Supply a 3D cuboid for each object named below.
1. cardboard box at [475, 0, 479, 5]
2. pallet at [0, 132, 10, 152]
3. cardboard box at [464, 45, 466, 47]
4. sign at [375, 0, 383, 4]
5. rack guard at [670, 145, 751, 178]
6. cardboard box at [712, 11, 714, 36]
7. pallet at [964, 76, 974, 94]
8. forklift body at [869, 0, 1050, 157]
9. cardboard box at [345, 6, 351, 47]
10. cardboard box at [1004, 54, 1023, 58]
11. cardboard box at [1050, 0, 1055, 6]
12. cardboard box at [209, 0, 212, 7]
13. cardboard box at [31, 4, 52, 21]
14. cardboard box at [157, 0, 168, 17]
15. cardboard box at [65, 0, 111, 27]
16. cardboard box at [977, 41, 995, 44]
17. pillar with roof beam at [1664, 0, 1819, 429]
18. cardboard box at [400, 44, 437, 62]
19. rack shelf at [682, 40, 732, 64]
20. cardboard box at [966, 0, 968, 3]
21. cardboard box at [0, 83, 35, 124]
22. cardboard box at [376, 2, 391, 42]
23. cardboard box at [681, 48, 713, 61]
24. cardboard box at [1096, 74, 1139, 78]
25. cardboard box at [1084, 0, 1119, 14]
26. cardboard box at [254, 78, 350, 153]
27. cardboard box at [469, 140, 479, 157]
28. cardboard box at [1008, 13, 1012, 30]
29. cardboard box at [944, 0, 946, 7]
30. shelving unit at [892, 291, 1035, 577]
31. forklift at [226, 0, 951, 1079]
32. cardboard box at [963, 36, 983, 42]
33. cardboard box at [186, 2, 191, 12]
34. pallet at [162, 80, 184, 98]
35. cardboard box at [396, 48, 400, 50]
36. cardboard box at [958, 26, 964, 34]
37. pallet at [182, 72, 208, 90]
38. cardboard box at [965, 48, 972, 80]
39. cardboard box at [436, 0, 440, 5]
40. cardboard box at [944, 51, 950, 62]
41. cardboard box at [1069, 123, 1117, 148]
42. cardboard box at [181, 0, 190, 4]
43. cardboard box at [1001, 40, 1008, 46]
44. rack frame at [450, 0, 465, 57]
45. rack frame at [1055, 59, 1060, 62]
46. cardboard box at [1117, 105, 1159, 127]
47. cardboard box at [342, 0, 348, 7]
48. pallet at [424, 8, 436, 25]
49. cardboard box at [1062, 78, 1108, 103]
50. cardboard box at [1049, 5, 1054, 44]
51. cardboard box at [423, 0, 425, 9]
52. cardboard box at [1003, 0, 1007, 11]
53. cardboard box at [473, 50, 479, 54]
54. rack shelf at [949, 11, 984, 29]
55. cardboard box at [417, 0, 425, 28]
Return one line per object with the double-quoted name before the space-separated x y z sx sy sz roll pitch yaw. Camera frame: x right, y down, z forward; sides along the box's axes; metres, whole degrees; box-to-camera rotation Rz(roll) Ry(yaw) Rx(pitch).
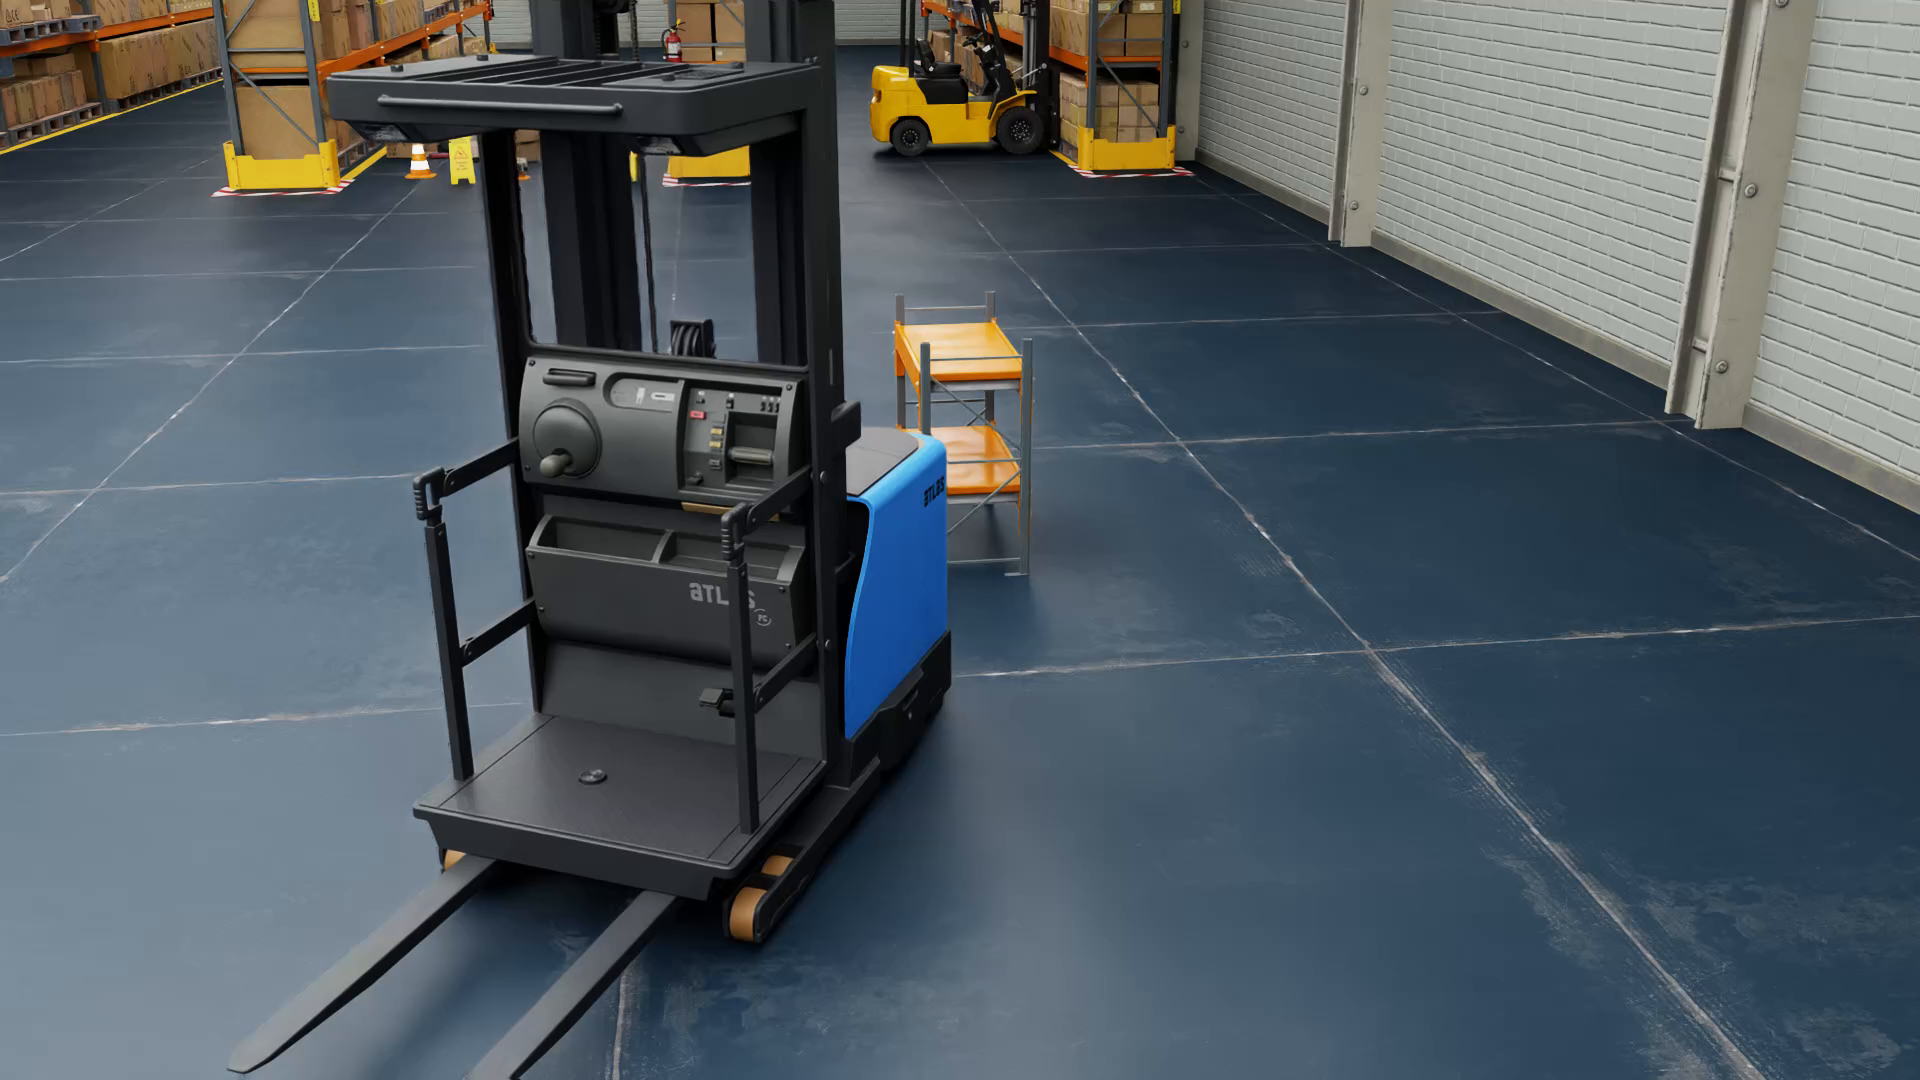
"cardboard box" -9.618 -10.542 32.513 0.380 0.149 0.250 -2 21 -6
"pallet" -13.116 -5.112 21.603 1.003 0.211 1.213 -3 21 -8
"cardboard box" -9.449 -9.177 31.123 0.380 0.149 0.250 -3 21 -9
"sign" -7.776 -7.336 22.220 0.100 0.325 0.005 -3 21 -8
"rack guard" -2.875 -4.620 19.871 1.175 0.500 0.348 -3 21 -8
"cardboard box" -2.971 -6.837 21.666 0.500 0.500 0.500 -2 21 -6
"pallet" 0.651 -8.161 29.766 1.003 0.211 1.213 -3 21 -8
"forklift body" -0.032 -6.183 21.697 2.313 2.155 1.214 -3 21 -8
"cardboard box" -8.197 -6.426 20.919 0.875 0.550 0.550 -3 21 -8
"cardboard box" 1.072 -7.428 26.610 0.875 0.625 0.625 -2 21 -6
"cardboard box" 1.412 -7.183 22.092 0.380 0.149 0.250 -4 21 -9
"cardboard box" -14.451 -10.226 31.668 0.380 0.149 0.250 -3 21 -9
"cardboard box" -13.316 -7.604 23.881 0.396 0.266 0.258 -4 21 -9
"cardboard box" -14.063 -9.318 28.734 0.500 0.500 0.500 -3 21 -8
"cardboard box" -13.625 -8.263 25.910 0.500 0.500 0.500 -2 21 -6
"cardboard box" 0.478 -8.640 29.107 0.380 0.149 0.250 -3 21 -9
"pillar with roof beam" 0.308 -4.741 8.049 9.100 9.000 0.400 -3 21 -8
"cardboard box" -8.761 -7.878 26.921 0.500 0.250 0.500 -4 21 -10
"rack shelf" -3.153 -6.120 21.343 1.077 0.370 4.000 -3 21 -8
"cardboard box" 0.475 -9.587 28.849 0.797 0.503 0.637 -3 21 -9
"cardboard box" -13.365 -6.064 23.110 0.700 0.500 0.500 -3 21 -8
"cardboard box" -8.134 -7.107 22.815 0.500 0.500 0.500 -3 21 -7
"cardboard box" -3.130 -5.765 19.724 0.380 0.149 0.250 -2 21 -6
"cardboard box" 2.028 -5.916 21.668 0.500 0.250 0.500 -3 21 -8
"cardboard box" 1.720 -6.473 20.189 0.380 0.149 0.250 -3 21 -7
"cardboard box" -8.040 -5.217 20.334 0.875 0.875 0.875 -3 21 -9
"cardboard box" -6.254 -5.082 21.442 0.396 0.266 0.258 1 20 2
"cardboard box" 1.020 -7.839 25.132 0.500 0.250 0.500 -3 21 -7
"cardboard box" -0.099 -10.329 31.942 0.380 0.149 0.250 -2 21 -6
"shelving unit" -0.001 -0.529 8.026 0.538 1.125 1.048 -3 21 -8
"forklift" -0.999 -0.326 4.899 1.130 2.935 3.031 7 22 18
"cardboard box" 0.270 -9.183 30.560 0.380 0.149 0.250 -4 21 -11
"cardboard box" -14.230 -9.694 30.243 0.380 0.149 0.250 -3 21 -9
"pallet" -14.215 -7.850 28.931 1.003 0.211 1.213 -3 21 -8
"cardboard box" -9.259 -7.850 26.848 0.500 0.250 0.500 -3 21 -9
"cardboard box" 0.166 -9.505 30.999 0.380 0.149 0.250 -3 21 -9
"pallet" -14.433 -8.380 30.352 1.003 0.211 1.213 -3 21 -8
"cardboard box" 0.387 -8.481 29.609 0.500 0.500 0.500 -4 21 -10
"cardboard box" -9.034 -9.135 28.147 0.380 0.149 0.250 -2 21 -5
"cardboard box" -0.105 -9.388 32.373 0.396 0.266 0.258 -2 21 -6
"cardboard box" 1.667 -5.071 20.837 0.500 0.250 0.500 -3 21 -7
"cardboard box" -14.276 -9.837 30.055 0.500 0.250 0.500 -3 21 -8
"cardboard box" 0.888 -8.757 29.420 0.380 0.149 0.250 -3 21 -7
"rack frame" -9.478 -9.635 29.725 1.000 3.000 0.127 -3 21 -8
"rack frame" 1.470 -7.401 23.745 1.000 3.000 0.127 -3 21 -8
"cardboard box" 2.185 -5.332 20.821 0.500 0.250 0.500 -3 21 -7
"cardboard box" -8.169 -6.933 20.734 0.875 0.550 0.550 -3 21 -8
"pallet" -9.109 -8.401 26.696 1.213 0.211 1.003 -3 21 -8
"cardboard box" 1.593 -5.713 21.126 0.500 0.250 0.500 -3 21 -7
"cardboard box" 1.442 -6.926 22.331 0.500 0.500 0.500 -3 21 -8
"cardboard box" -8.805 -8.587 26.678 0.380 0.149 0.250 -2 21 -5
"cardboard box" 0.943 -8.253 25.525 0.500 0.250 0.500 -3 21 -7
"cardboard box" -9.446 -9.310 31.904 0.380 0.149 0.250 -3 21 -7
"rack shelf" 0.605 -9.141 29.432 1.077 0.370 4.000 -3 21 -8
"cardboard box" -8.571 -8.154 25.618 0.500 0.500 0.500 -3 21 -8
